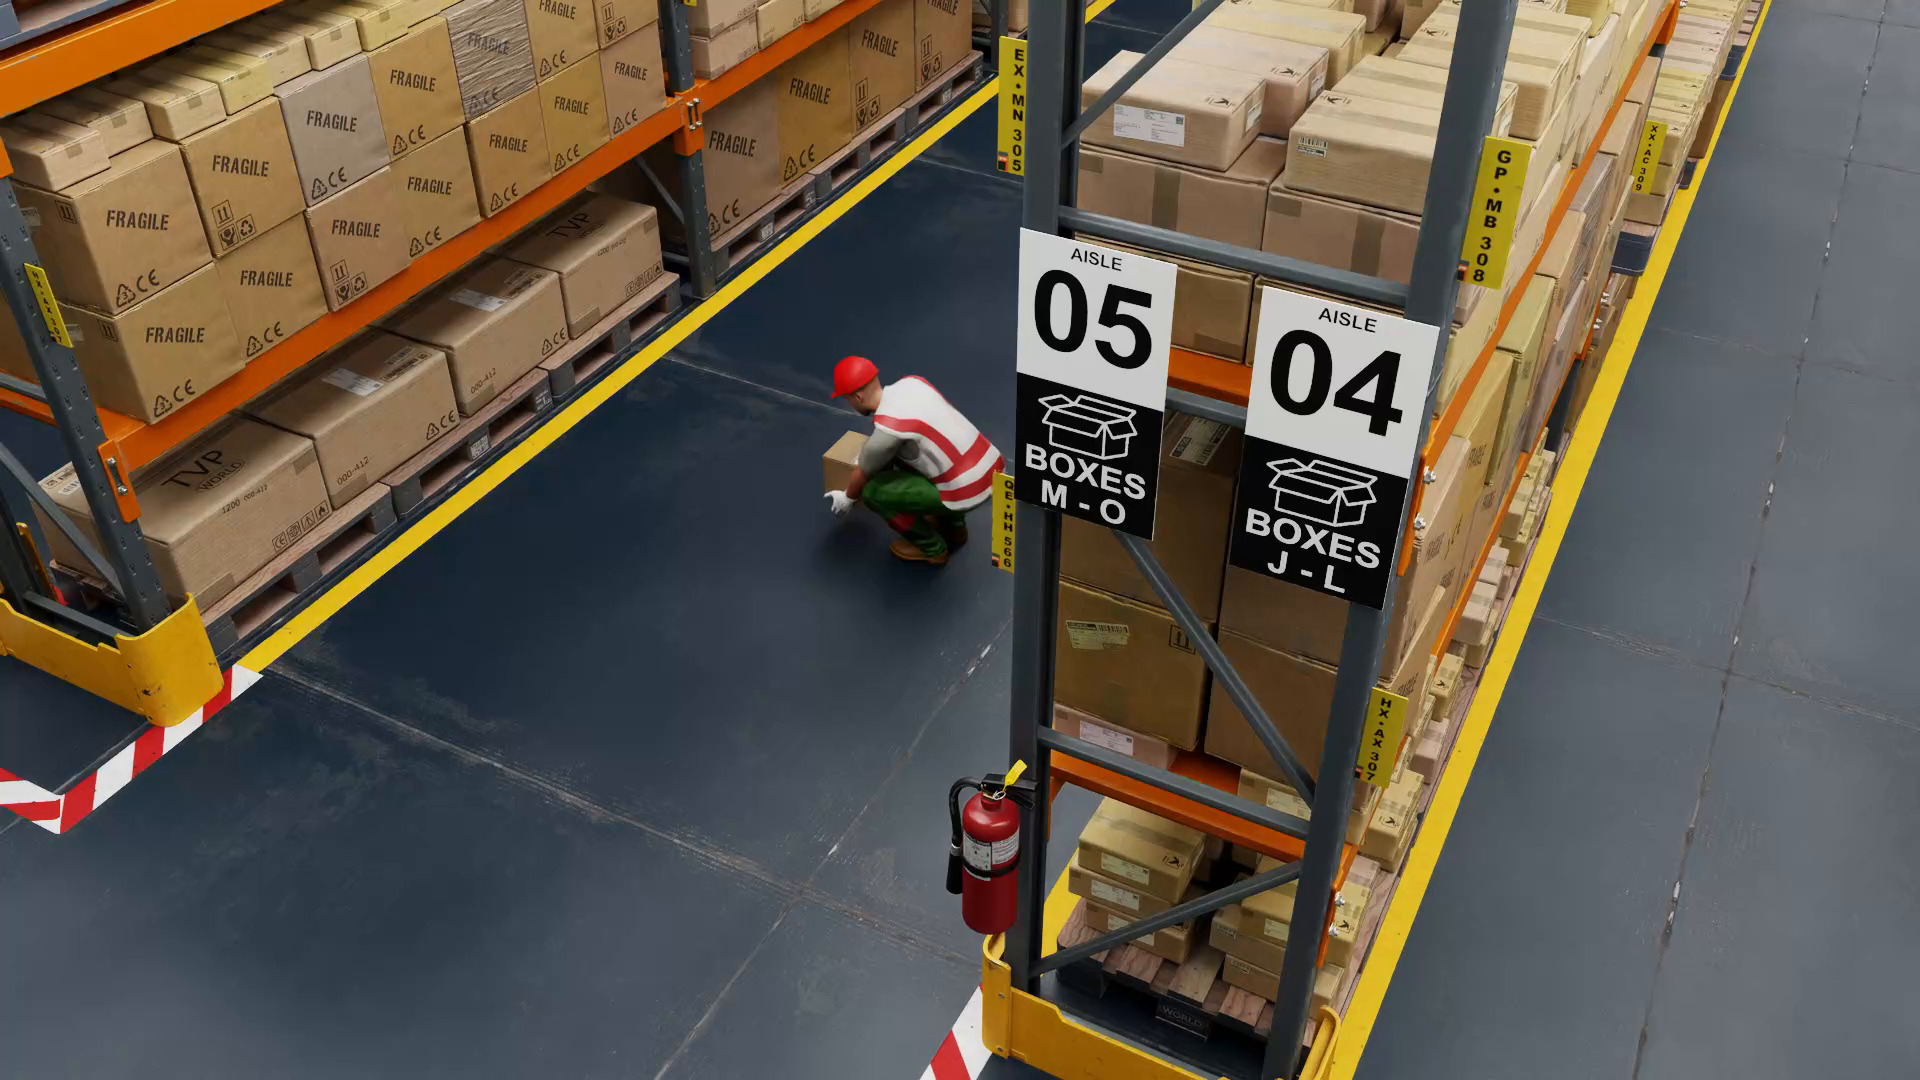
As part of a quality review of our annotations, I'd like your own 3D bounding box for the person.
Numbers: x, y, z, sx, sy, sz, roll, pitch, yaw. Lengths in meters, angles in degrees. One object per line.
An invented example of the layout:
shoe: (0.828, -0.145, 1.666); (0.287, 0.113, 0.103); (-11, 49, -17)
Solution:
person: (-0.221, -0.385, 7.874); (0.852, 1.012, 0.548); (17, 41, 21)
